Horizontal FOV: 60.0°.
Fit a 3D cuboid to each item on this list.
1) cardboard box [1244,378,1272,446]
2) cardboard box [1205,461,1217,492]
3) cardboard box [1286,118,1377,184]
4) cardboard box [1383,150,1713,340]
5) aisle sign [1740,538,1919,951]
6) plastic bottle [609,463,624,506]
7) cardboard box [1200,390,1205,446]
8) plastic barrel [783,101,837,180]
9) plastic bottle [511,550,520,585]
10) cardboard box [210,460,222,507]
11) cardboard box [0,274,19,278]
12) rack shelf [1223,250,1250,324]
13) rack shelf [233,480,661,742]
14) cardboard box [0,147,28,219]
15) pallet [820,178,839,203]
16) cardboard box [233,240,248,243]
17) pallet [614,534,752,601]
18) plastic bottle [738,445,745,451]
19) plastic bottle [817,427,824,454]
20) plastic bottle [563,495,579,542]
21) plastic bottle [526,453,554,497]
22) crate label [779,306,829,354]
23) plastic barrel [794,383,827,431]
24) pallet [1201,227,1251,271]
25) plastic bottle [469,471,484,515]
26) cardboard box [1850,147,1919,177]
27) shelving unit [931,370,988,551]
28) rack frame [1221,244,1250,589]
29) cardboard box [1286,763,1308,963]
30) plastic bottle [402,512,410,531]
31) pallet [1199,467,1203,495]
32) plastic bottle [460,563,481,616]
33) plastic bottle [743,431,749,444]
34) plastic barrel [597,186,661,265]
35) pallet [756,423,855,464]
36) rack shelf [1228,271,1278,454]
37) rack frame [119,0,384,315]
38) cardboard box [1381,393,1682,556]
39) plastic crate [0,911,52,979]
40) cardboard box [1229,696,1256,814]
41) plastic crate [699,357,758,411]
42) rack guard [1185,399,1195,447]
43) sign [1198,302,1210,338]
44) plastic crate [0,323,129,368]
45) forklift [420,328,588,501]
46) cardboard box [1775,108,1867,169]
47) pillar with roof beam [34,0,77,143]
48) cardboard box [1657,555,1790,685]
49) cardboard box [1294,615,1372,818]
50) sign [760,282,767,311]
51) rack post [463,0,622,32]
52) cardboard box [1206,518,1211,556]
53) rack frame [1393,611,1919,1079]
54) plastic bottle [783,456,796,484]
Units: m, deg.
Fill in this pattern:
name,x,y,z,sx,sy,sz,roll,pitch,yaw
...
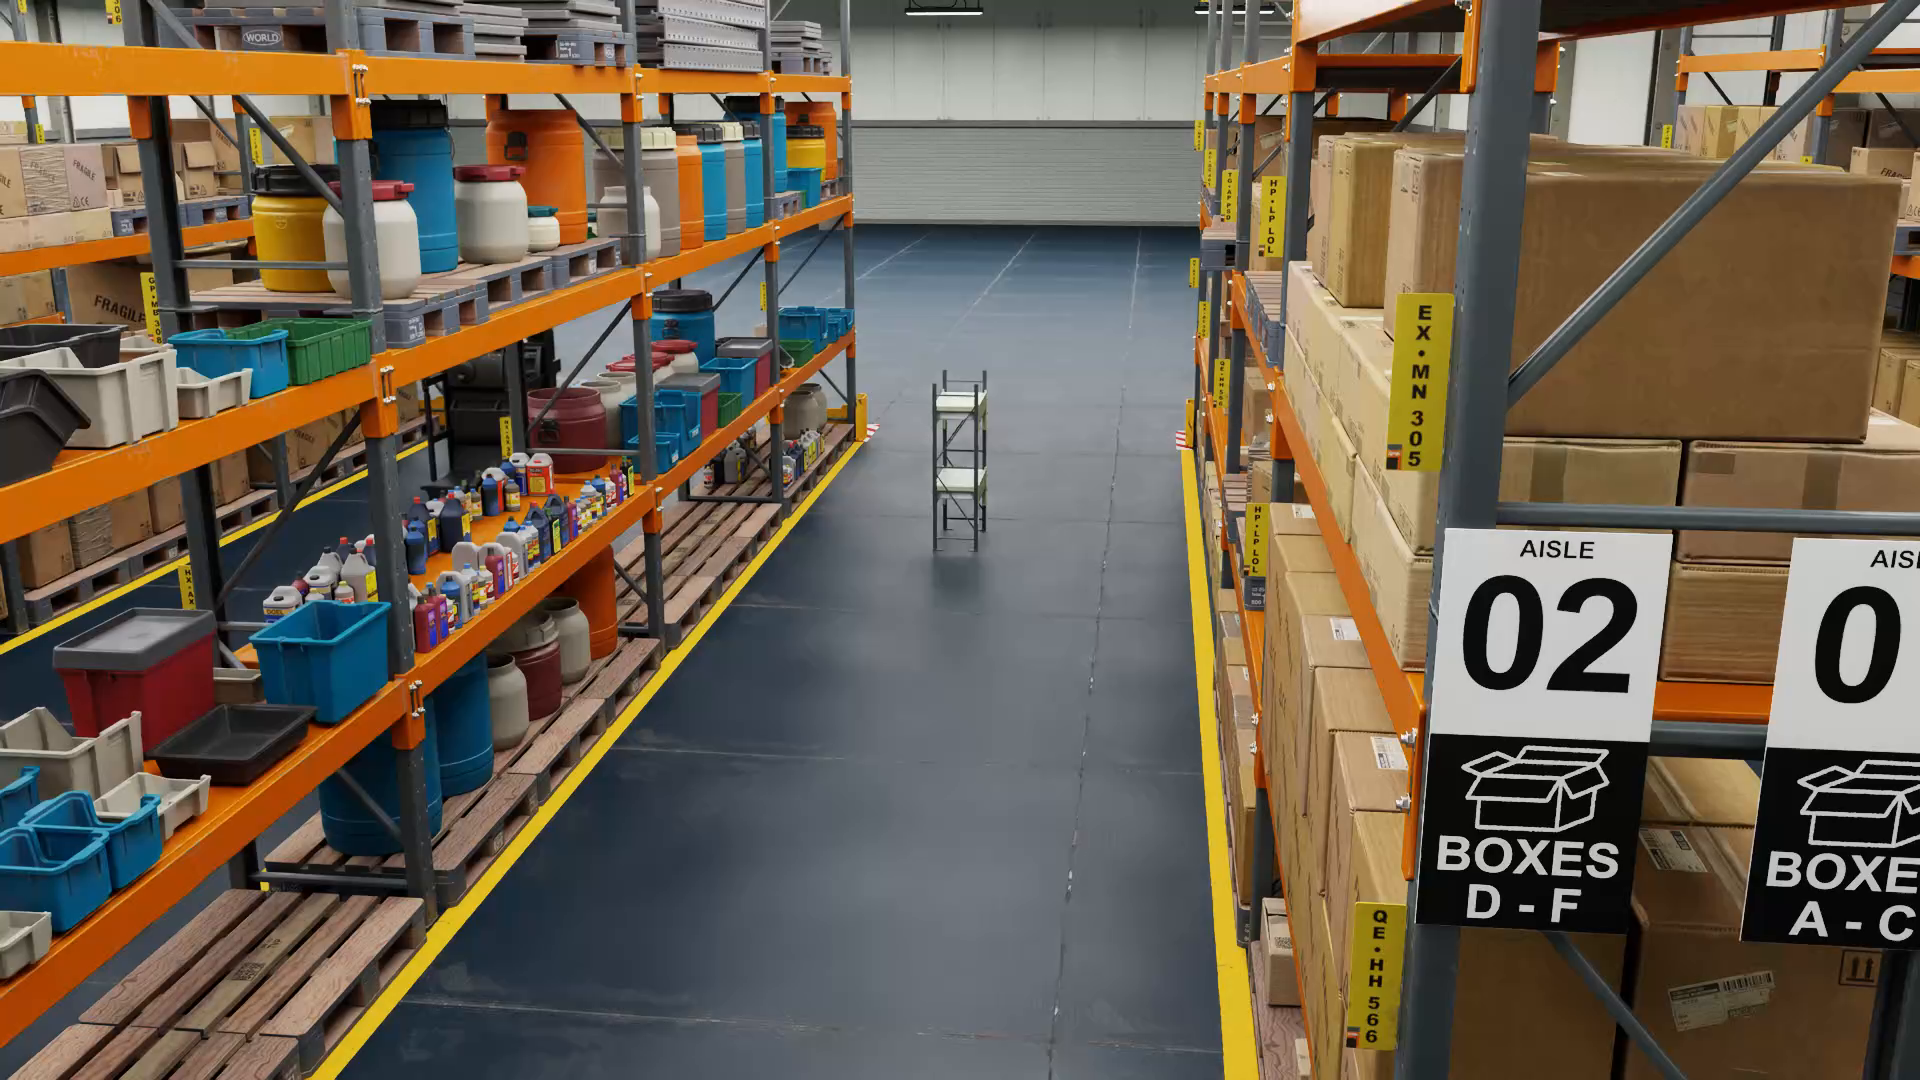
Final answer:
name,x,y,z,sx,sy,sz,roll,pitch,yaw
cardboard box,2.461,-0.947,12.727,0.500,0.500,0.500,1,15,3
cardboard box,2.445,-0.547,14.827,0.500,0.311,0.500,2,15,6
cardboard box,2.175,-2.197,9.686,0.500,0.500,0.500,2,15,6
cardboard box,1.518,-0.761,4.376,0.700,0.500,0.500,2,15,6
aisle sign,1.669,0.383,3.018,0.394,0.787,0.004,2,15,6
plastic bottle,-2.281,-0.376,11.031,0.061,0.283,0.133,2,15,6
cardboard box,2.737,-1.254,17.079,0.500,0.500,0.500,2,15,6
plastic barrel,-1.659,-4.413,18.363,0.600,0.830,0.708,2,15,6
plastic bottle,-2.509,0.145,9.260,0.097,0.201,0.097,0,15,0
cardboard box,-7.266,-0.517,15.275,0.700,0.500,0.500,2,15,6
cardboard box,-11.620,-3.356,19.472,0.875,0.550,0.550,2,15,6
rack shelf,2.514,-2.083,12.749,1.077,0.370,4.000,2,15,6
rack shelf,-2.859,0.256,9.847,1.077,0.370,4.000,2,15,6
cardboard box,-7.246,-2.608,12.164,0.500,0.500,0.500,2,15,7
pallet,-1.921,-3.830,18.195,1.003,0.211,1.213,2,15,6
cardboard box,-7.213,-2.852,17.286,0.500,0.500,0.500,2,15,6
pallet,-2.367,0.221,13.941,1.003,0.211,1.213,2,15,6
plastic bottle,-2.233,-0.861,16.962,0.061,0.283,0.133,2,15,6
plastic bottle,-1.497,-1.066,17.719,0.061,0.283,0.133,2,15,8
plastic bottle,-2.384,-0.140,10.156,0.061,0.283,0.133,2,15,6
plastic bottle,-2.852,-0.443,11.291,0.152,0.276,0.135,2,15,6
crate label,-1.670,-2.217,17.545,0.502,0.435,0.616,2,15,6
plastic barrel,-1.729,-1.514,18.975,0.421,0.512,0.421,0,15,0
pallet,2.276,-1.999,11.422,1.213,0.211,1.003,2,15,9
plastic bottle,-3.116,-0.298,10.740,0.061,0.283,0.133,2,15,6
cardboard box,7.521,-2.915,13.454,0.500,0.500,0.500,4,16,14
shelving unit,0.001,-0.726,14.973,0.431,1.500,0.755,2,15,6
rack frame,2.288,-0.463,11.128,1.000,3.000,0.127,2,15,6
cardboard box,1.339,1.045,5.361,0.500,0.500,0.500,1,15,5
plastic bottle,-3.241,-0.010,9.676,0.061,0.283,0.133,2,15,6
pallet,3.006,-0.677,17.261,1.003,0.211,1.213,2,15,6
plastic bottle,-2.572,0.257,8.713,0.097,0.271,0.097,0,15,0
plastic bottle,-2.284,-1.030,17.610,0.097,0.271,0.097,0,15,0
plastic barrel,-2.294,-2.184,11.530,0.421,0.512,0.421,0,15,0
pallet,-1.789,-1.107,18.852,1.003,0.211,1.213,2,15,6
rack shelf,2.062,-1.045,8.912,1.077,0.370,4.000,2,15,6
rack frame,-3.085,-2.469,7.052,1.000,3.000,0.127,2,15,6
cardboard box,1.190,-0.146,3.538,0.500,0.250,0.500,2,15,6
plastic crate,-2.986,1.252,5.175,0.250,0.136,0.298,2,15,6
cardboard box,1.729,1.174,9.019,0.500,0.500,0.500,2,15,7
plastic crate,-1.997,-1.345,14.418,0.392,0.384,0.575,2,15,6
rack guard,3.193,-1.338,19.151,1.175,0.500,0.348,2,15,6
sign,2.188,-1.973,14.901,0.100,0.325,0.005,2,15,6
plastic crate,-3.497,-0.643,6.299,0.497,0.269,0.590,2,15,6
forklift,-4.493,-1.682,15.766,1.130,2.935,3.031,2,15,7
cardboard box,7.449,-3.482,14.401,0.500,0.500,0.500,0,15,1
pillar with roof beam,-16.097,-10.552,36.944,9.100,9.000,0.400,2,15,6
cardboard box,1.696,0.110,3.548,0.500,0.250,0.500,2,15,6
cardboard box,1.330,0.558,5.244,0.500,0.500,0.500,2,15,8
sign,-2.277,-2.836,19.373,0.100,0.325,0.005,2,15,6
rack post,-2.674,-3.280,10.199,0.954,0.300,0.937,2,15,6
cardboard box,2.333,-0.012,13.922,0.500,0.250,0.500,1,15,5
rack frame,1.385,1.612,3.455,1.000,3.000,0.127,2,15,6
plastic bottle,-1.701,-0.699,16.377,0.152,0.276,0.135,2,15,8
